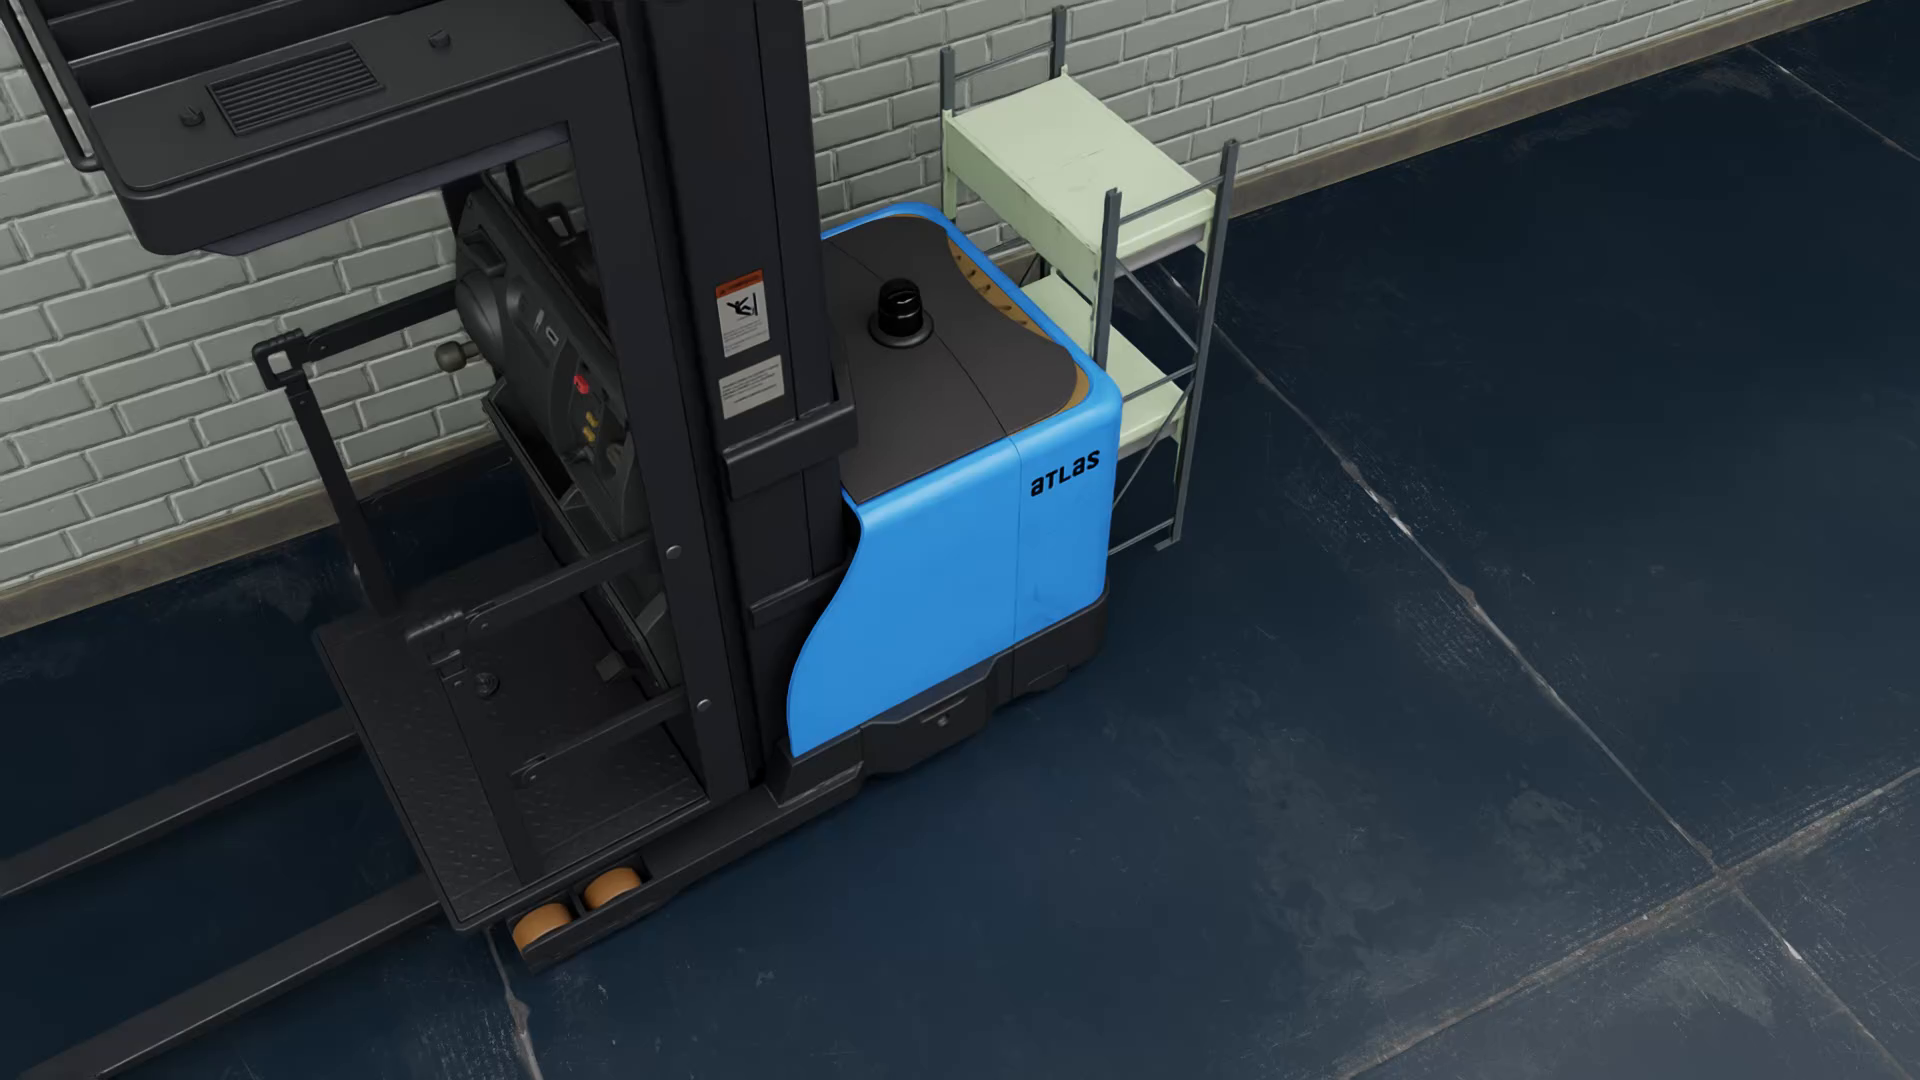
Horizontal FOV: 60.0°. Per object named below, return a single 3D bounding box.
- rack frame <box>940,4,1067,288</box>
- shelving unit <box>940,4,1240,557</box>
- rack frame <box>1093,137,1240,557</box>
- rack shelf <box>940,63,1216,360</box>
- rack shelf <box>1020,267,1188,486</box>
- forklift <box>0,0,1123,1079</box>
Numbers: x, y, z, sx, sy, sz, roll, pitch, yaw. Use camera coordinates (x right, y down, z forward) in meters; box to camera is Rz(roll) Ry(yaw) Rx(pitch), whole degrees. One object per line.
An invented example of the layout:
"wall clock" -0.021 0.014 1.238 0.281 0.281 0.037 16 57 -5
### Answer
"rack frame" 0.119 -0.878 5.022 0.400 1.500 0.023 -26 54 -21
"shelving unit" 0.320 -0.648 4.820 0.431 1.500 0.755 -26 54 -21
"rack frame" 0.521 -0.418 4.619 0.400 1.500 0.023 -26 54 -21
"rack shelf" 0.320 -0.905 4.527 0.431 0.370 0.720 -26 54 -21
"rack shelf" 0.320 -0.433 5.066 0.431 0.370 0.720 -26 54 -21
"forklift" -1.091 -0.330 3.591 3.031 2.935 1.130 -26 54 -21
